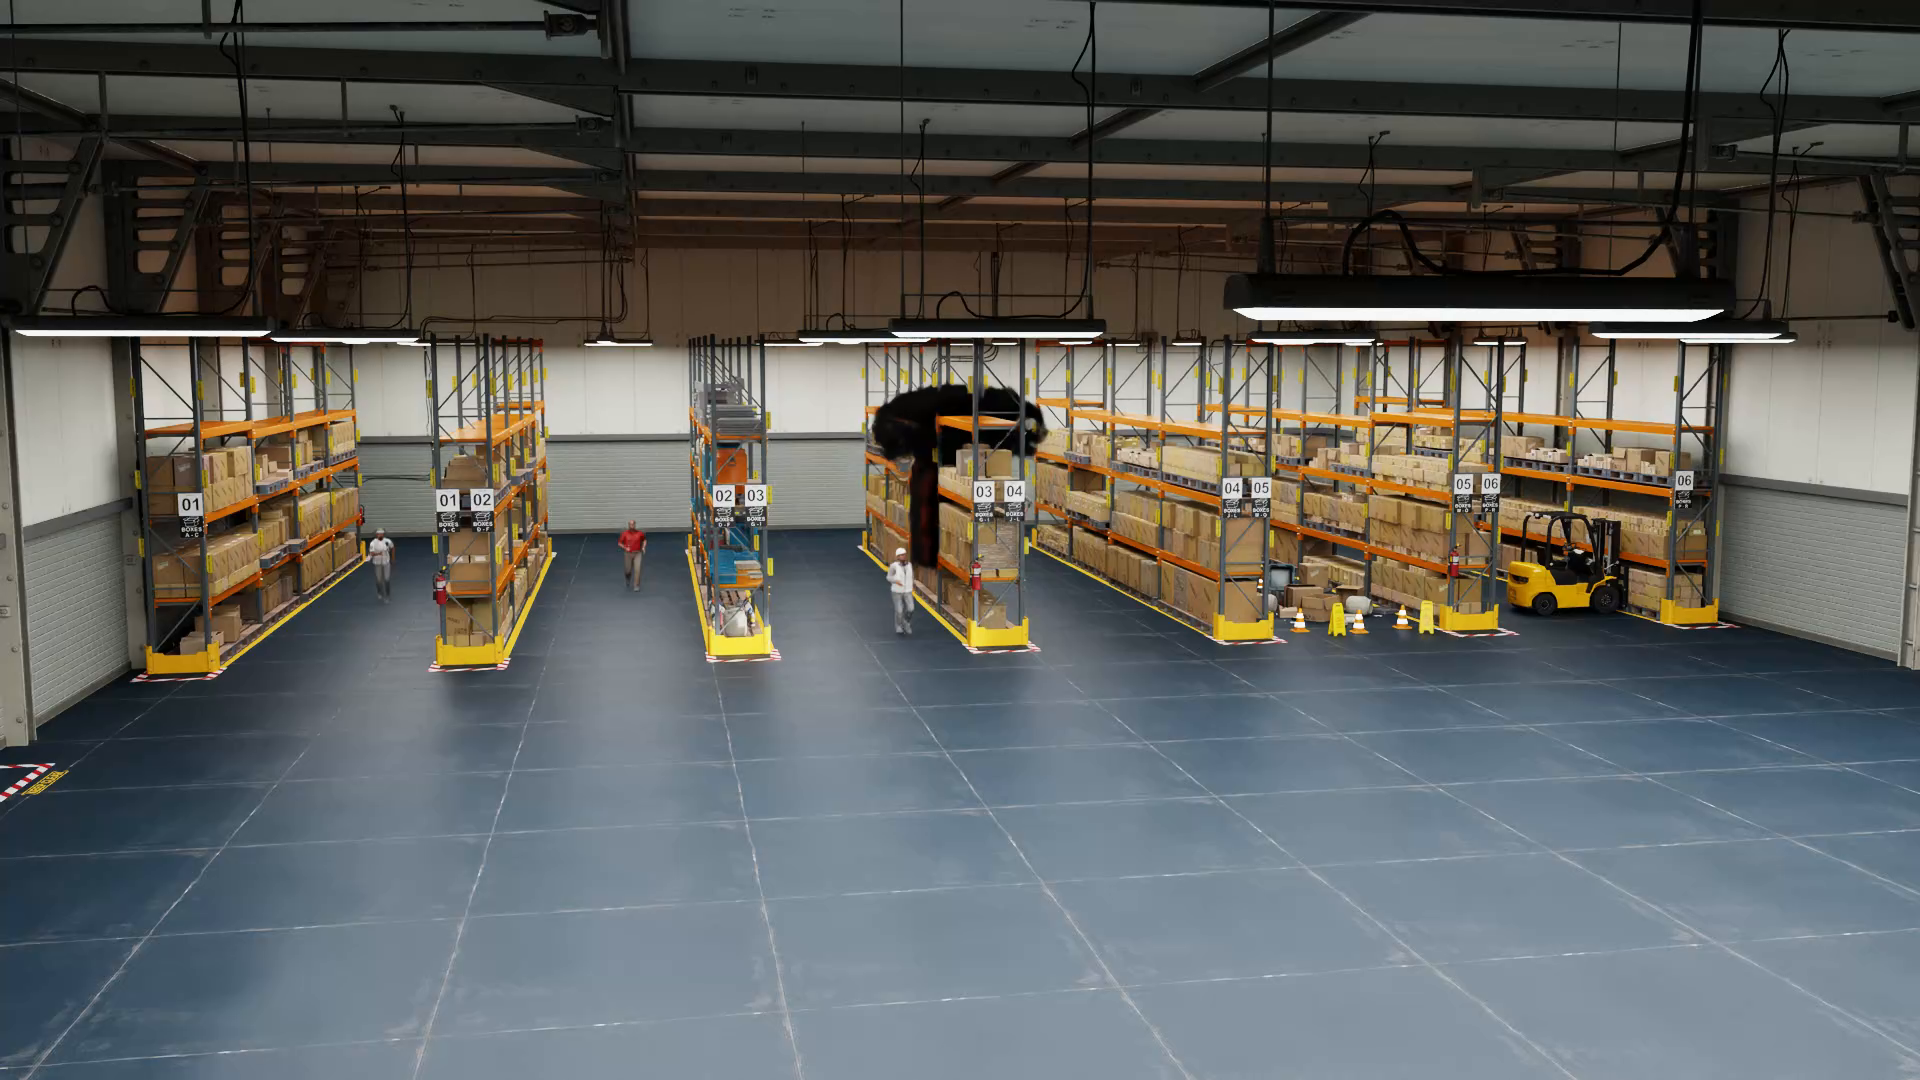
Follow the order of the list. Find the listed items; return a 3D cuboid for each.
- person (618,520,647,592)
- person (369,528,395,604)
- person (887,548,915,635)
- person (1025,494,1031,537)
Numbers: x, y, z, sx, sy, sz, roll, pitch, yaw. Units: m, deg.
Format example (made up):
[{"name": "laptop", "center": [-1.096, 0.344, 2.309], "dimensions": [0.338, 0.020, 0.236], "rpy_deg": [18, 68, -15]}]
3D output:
[{"name": "person", "center": [-7.757, 0.365, 39.476], "dimensions": [0.674, 1.682, 0.782], "rpy_deg": [-2, 7, -16]}, {"name": "person", "center": [-13.078, 0.594, 37.618], "dimensions": [0.509, 1.783, 0.786], "rpy_deg": [-2, 7, -18]}, {"name": "person", "center": [-1.154, 1.036, 33.373], "dimensions": [0.655, 1.768, 0.683], "rpy_deg": [-2, 7, -20]}, {"name": "person", "center": [1.764, -0.775, 49.501], "dimensions": [0.688, 1.768, 0.730], "rpy_deg": [-3, 7, -27]}]
